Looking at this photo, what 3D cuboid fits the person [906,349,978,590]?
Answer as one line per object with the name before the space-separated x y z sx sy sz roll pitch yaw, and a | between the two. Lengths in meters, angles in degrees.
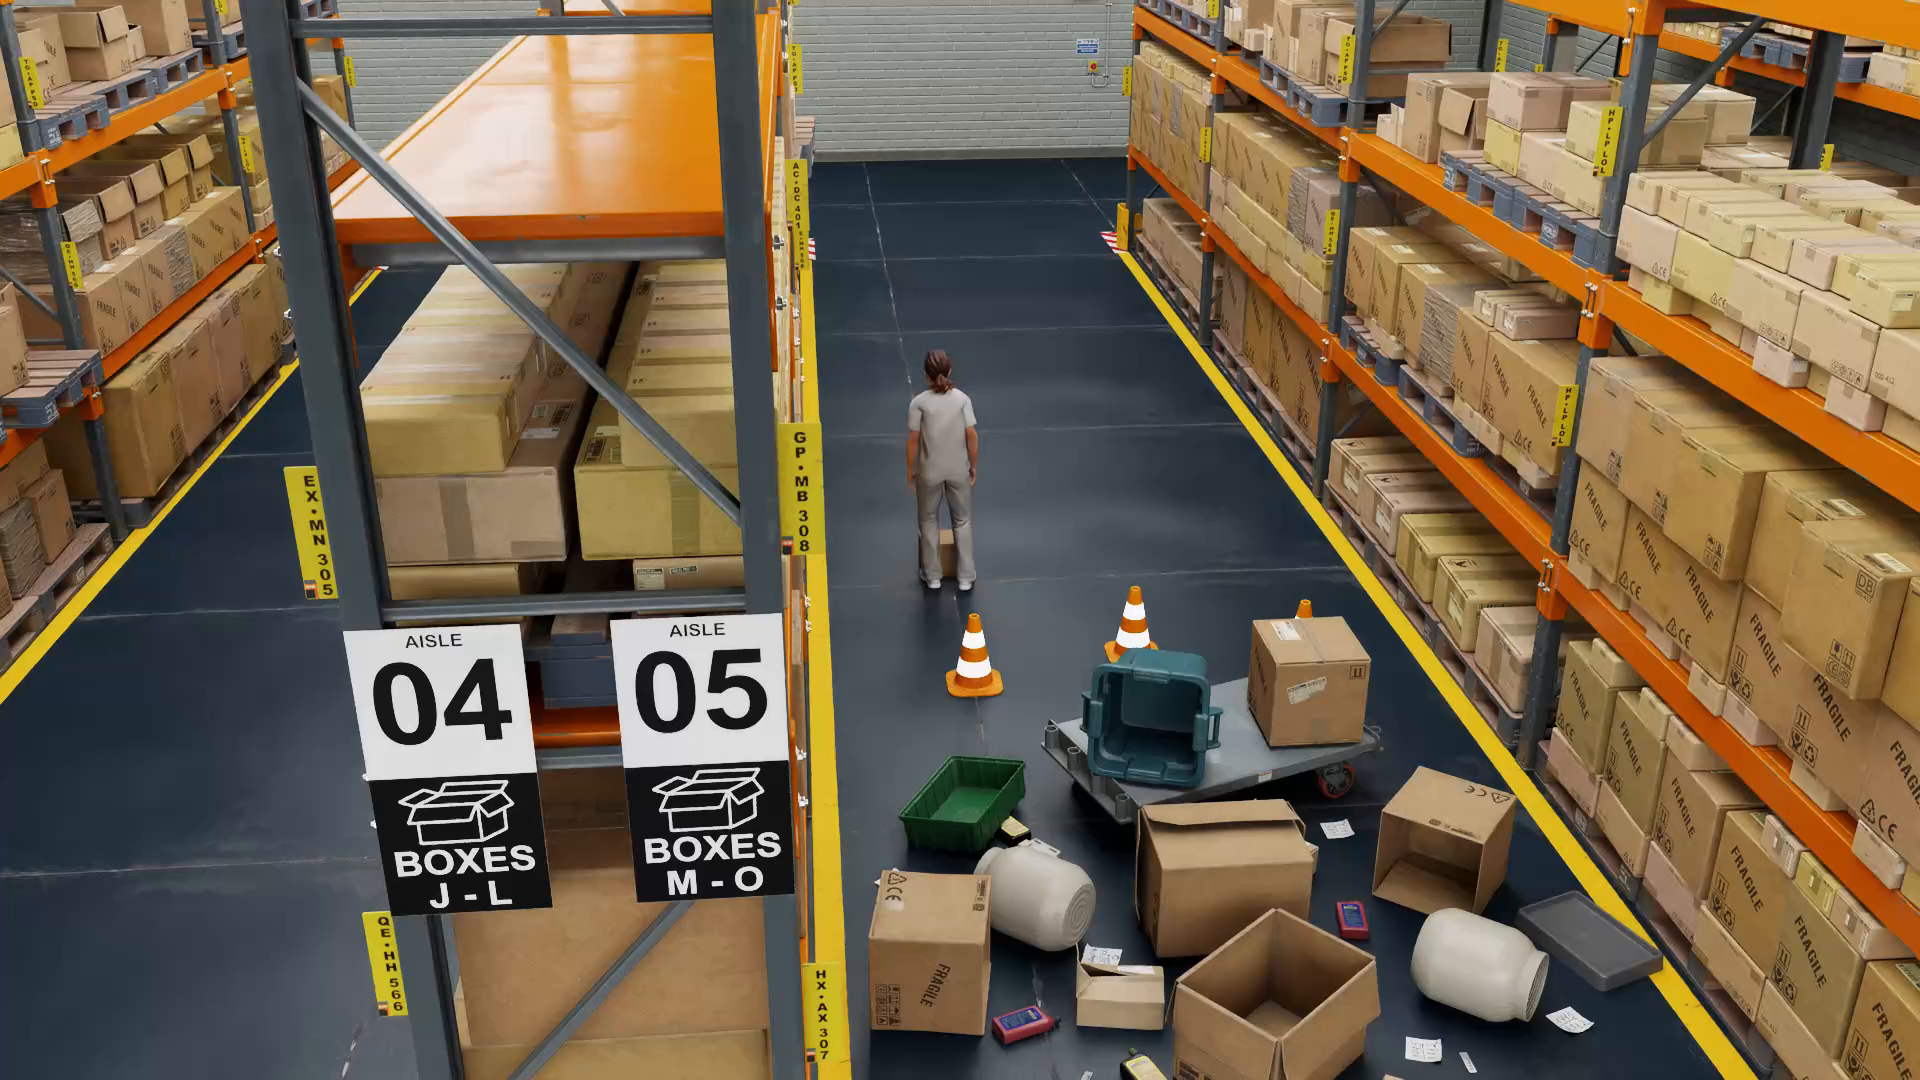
person | -0.120 -0.466 11.159 0.499 1.671 0.416 -4 24 -8
